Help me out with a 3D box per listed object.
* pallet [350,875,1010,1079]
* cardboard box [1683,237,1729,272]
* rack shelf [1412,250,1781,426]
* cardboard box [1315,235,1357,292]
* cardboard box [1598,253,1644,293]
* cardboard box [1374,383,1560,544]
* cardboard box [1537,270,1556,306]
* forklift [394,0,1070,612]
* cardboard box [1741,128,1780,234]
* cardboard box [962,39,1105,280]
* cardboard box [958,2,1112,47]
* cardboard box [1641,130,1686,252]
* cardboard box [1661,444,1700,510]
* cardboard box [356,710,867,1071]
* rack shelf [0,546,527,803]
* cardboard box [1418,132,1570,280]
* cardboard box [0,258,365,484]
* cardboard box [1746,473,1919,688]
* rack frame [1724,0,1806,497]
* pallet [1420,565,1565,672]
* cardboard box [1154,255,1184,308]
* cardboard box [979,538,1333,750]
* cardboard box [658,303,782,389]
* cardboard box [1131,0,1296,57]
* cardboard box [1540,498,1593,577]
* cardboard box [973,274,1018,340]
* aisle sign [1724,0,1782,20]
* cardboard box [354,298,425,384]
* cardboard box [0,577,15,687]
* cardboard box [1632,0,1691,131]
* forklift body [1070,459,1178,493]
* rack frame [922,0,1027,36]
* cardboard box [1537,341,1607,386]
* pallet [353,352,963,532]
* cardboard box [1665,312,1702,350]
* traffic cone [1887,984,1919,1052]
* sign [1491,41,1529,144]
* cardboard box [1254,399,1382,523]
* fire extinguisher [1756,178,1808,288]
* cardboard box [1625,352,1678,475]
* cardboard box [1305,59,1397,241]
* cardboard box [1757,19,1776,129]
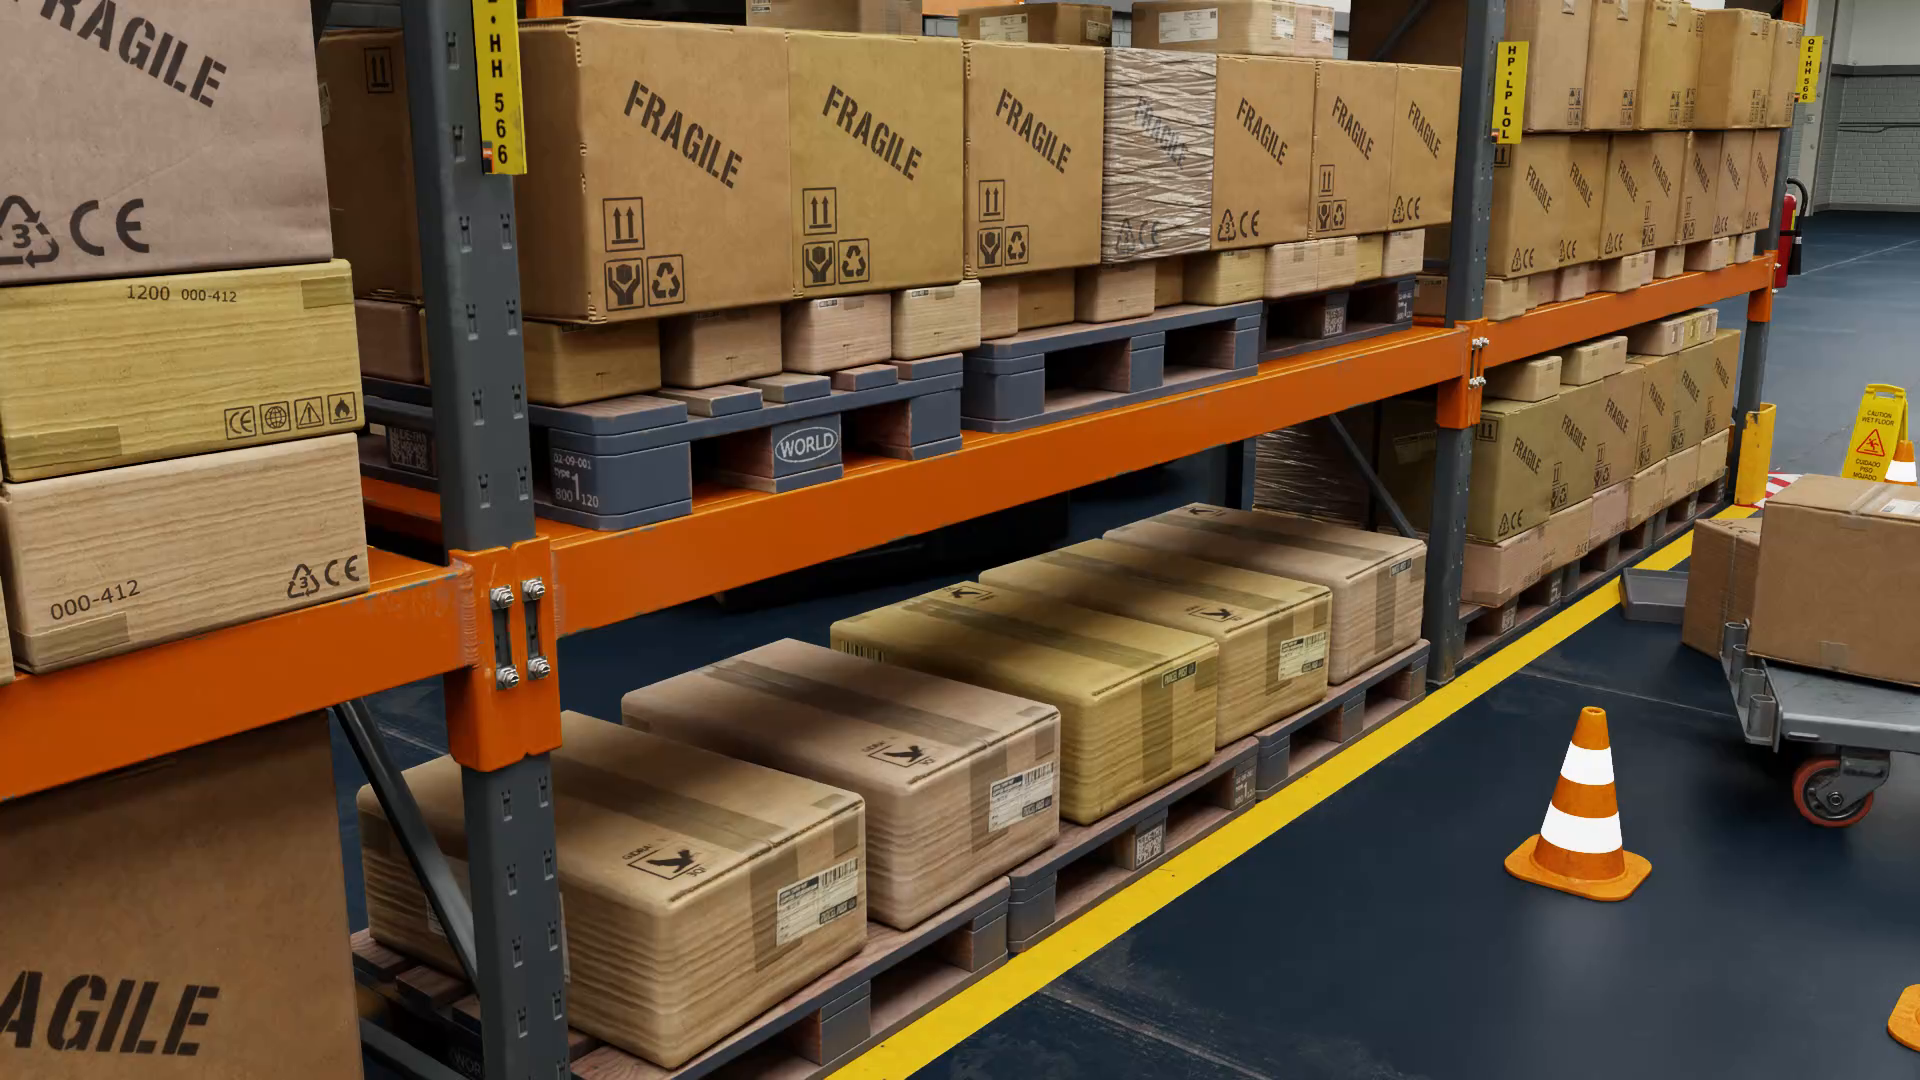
[{"bbox_3d":[-0.634,0.963,3.904,1.003,0.211,1.213,11,18,38],"label":"pallet"},{"bbox_3d":[3.444,-1.379,7.971,0.380,0.149,0.250,12,18,39],"label":"cardboard box"},{"bbox_3d":[2.644,-1.040,7.585,1.077,0.370,4.000,11,18,38],"label":"rack shelf"},{"bbox_3d":[0.965,-0.843,5.007,0.380,0.149,0.250,11,18,37],"label":"cardboard box"},{"bbox_3d":[2.646,-1.138,7.020,0.380,0.149,0.250,11,18,38],"label":"cardboard box"},{"bbox_3d":[1.968,-0.311,6.463,0.500,0.500,0.500,12,19,40],"label":"cardboard box"},{"bbox_3d":[2.096,-1.006,6.502,0.380,0.149,0.250,11,18,37],"label":"cardboard box"},{"bbox_3d":[-0.985,-1.266,7.155,3.031,2.935,1.130,-9,17,-33],"label":"forklift"},{"bbox_3d":[3.775,-1.817,8.378,0.500,0.500,0.500,11,18,37],"label":"cardboard box"},{"bbox_3d":[-0.013,-0.890,3.872,0.500,0.500,0.500,12,18,38],"label":"cardboard box"},{"bbox_3d":[0.214,-1.457,4.787,0.380,0.149,0.250,13,19,41],"label":"cardboard box"},{"bbox_3d":[2.806,-1.533,7.258,0.500,0.500,0.500,12,18,38],"label":"cardboard box"},{"bbox_3d":[3.271,-0.348,8.132,0.500,0.250,0.500,11,18,38],"label":"cardboard box"},{"bbox_3d":[-0.764,0.724,3.665,0.950,0.372,0.625,10,17,34],"label":"cardboard box"},{"bbox_3d":[-2.384,0.492,1.554,1.077,0.370,4.000,11,18,38],"label":"rack shelf"},{"bbox_3d":[1.881,-1.239,6.101,0.500,0.500,0.500,11,18,37],"label":"cardboard box"},{"bbox_3d":[-1.234,-0.277,2.410,0.500,0.250,0.500,11,18,37],"label":"cardboard box"},{"bbox_3d":[2.791,0.109,5.141,0.500,0.500,0.500,11,18,38],"label":"cardboard box"},{"bbox_3d":[3.901,-1.771,9.004,1.000,3.000,0.127,11,18,38],"label":"rack frame"},{"bbox_3d":[1.782,0.212,6.860,1.003,0.211,1.213,11,18,38],"label":"pallet"},{"bbox_3d":[0.381,-0.718,4.515,0.380,0.149,0.250,10,18,36],"label":"cardboard box"},{"bbox_3d":[0.610,0.304,5.319,0.950,0.372,0.625,13,19,41],"label":"cardboard box"},{"bbox_3d":[-0.574,-0.404,3.277,0.380,0.149,0.250,10,17,34],"label":"cardboard box"},{"bbox_3d":[0.696,-1.402,4.574,0.380,0.149,0.250,10,18,35],"label":"cardboard box"},{"bbox_3d":[2.295,-0.051,6.965,0.500,0.250,0.500,13,19,41],"label":"cardboard box"},{"bbox_3d":[-0.086,-0.557,3.879,0.380,0.149,0.250,13,19,41],"label":"cardboard box"},{"bbox_3d":[4.166,-2.998,8.554,0.394,0.787,0.004,11,18,38],"label":"aisle sign"},{"bbox_3d":[-1.104,-0.420,3.343,0.380,0.149,0.250,12,19,40],"label":"cardboard box"},{"bbox_3d":[-1.552,0.071,2.057,0.500,0.250,0.500,12,18,39],"label":"cardboard box"},{"bbox_3d":[2.507,-1.920,6.750,0.700,0.500,0.500,11,18,36],"label":"cardboard box"},{"bbox_3d":[0.265,-1.482,9.588,2.313,2.155,1.214,11,18,38],"label":"forklift body"},{"bbox_3d":[0.038,-2.539,12.025,1.000,3.000,0.127,11,18,38],"label":"rack frame"},{"bbox_3d":[2.415,-0.739,6.829,0.380,0.149,0.250,12,19,40],"label":"cardboard box"},{"bbox_3d":[-0.762,-0.299,3.599,1.213,0.211,1.003,11,18,38],"label":"pallet"},{"bbox_3d":[3.262,-0.998,7.850,0.380,0.149,0.250,12,18,38],"label":"cardboard box"},{"bbox_3d":[2.292,0.889,3.685,0.336,0.463,0.334,11,18,38],"label":"traffic cone"},{"bbox_3d":[1.821,-1.481,5.510,0.100,0.325,0.005,11,18,38],"label":"sign"},{"bbox_3d":[1.550,-0.395,6.792,0.500,0.500,0.500,11,18,37],"label":"cardboard box"},{"bbox_3d":[4.332,-1.685,8.819,0.296,0.674,0.183,11,18,38],"label":"fire extinguisher"},{"bbox_3d":[2.953,-0.616,7.664,0.500,0.500,0.500,11,18,36],"label":"cardboard box"},{"bbox_3d":[0.965,-1.182,5.025,0.500,0.500,0.500,11,18,38],"label":"cardboard box"},{"bbox_3d":[3.426,-2.221,7.937,0.700,0.500,0.500,11,18,38],"label":"cardboard box"}]
